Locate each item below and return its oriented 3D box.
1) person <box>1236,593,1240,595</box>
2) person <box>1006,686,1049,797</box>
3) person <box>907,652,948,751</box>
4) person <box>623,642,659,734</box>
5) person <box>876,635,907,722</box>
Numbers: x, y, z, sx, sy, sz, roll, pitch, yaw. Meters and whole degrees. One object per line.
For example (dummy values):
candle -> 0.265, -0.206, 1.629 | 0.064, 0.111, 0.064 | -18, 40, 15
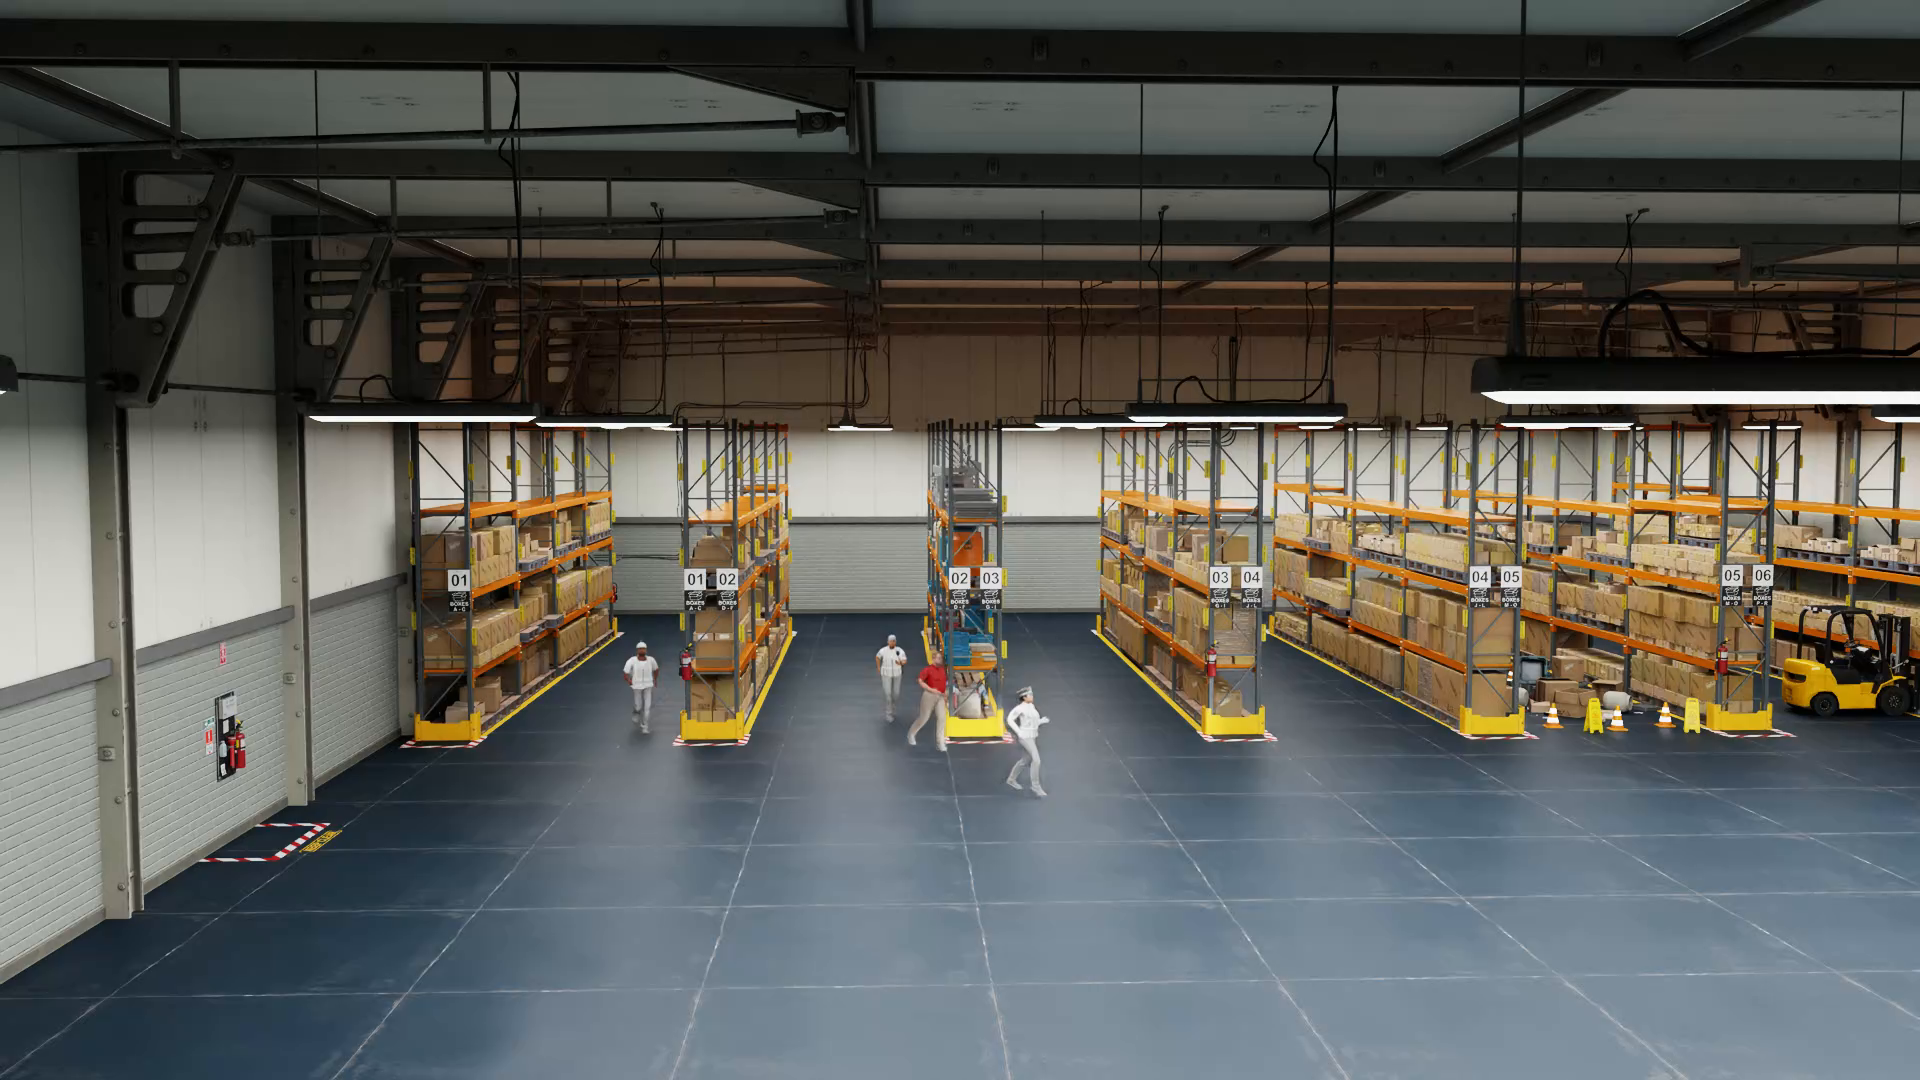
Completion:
person -> 7.591, 1.888, 47.941 | 0.892, 1.599, 0.571 | 2, 4, 31
person -> 1.055, 3.179, 26.374 | 0.732, 1.746, 0.598 | 1, 4, 22
person -> -0.463, 2.923, 30.366 | 0.740, 1.730, 0.938 | -3, 5, -40
person -> -6.073, 2.820, 31.796 | 0.701, 1.723, 0.777 | -1, 4, -20
person -> -1.366, 2.741, 33.341 | 0.595, 1.685, 0.903 | -1, 4, -11
